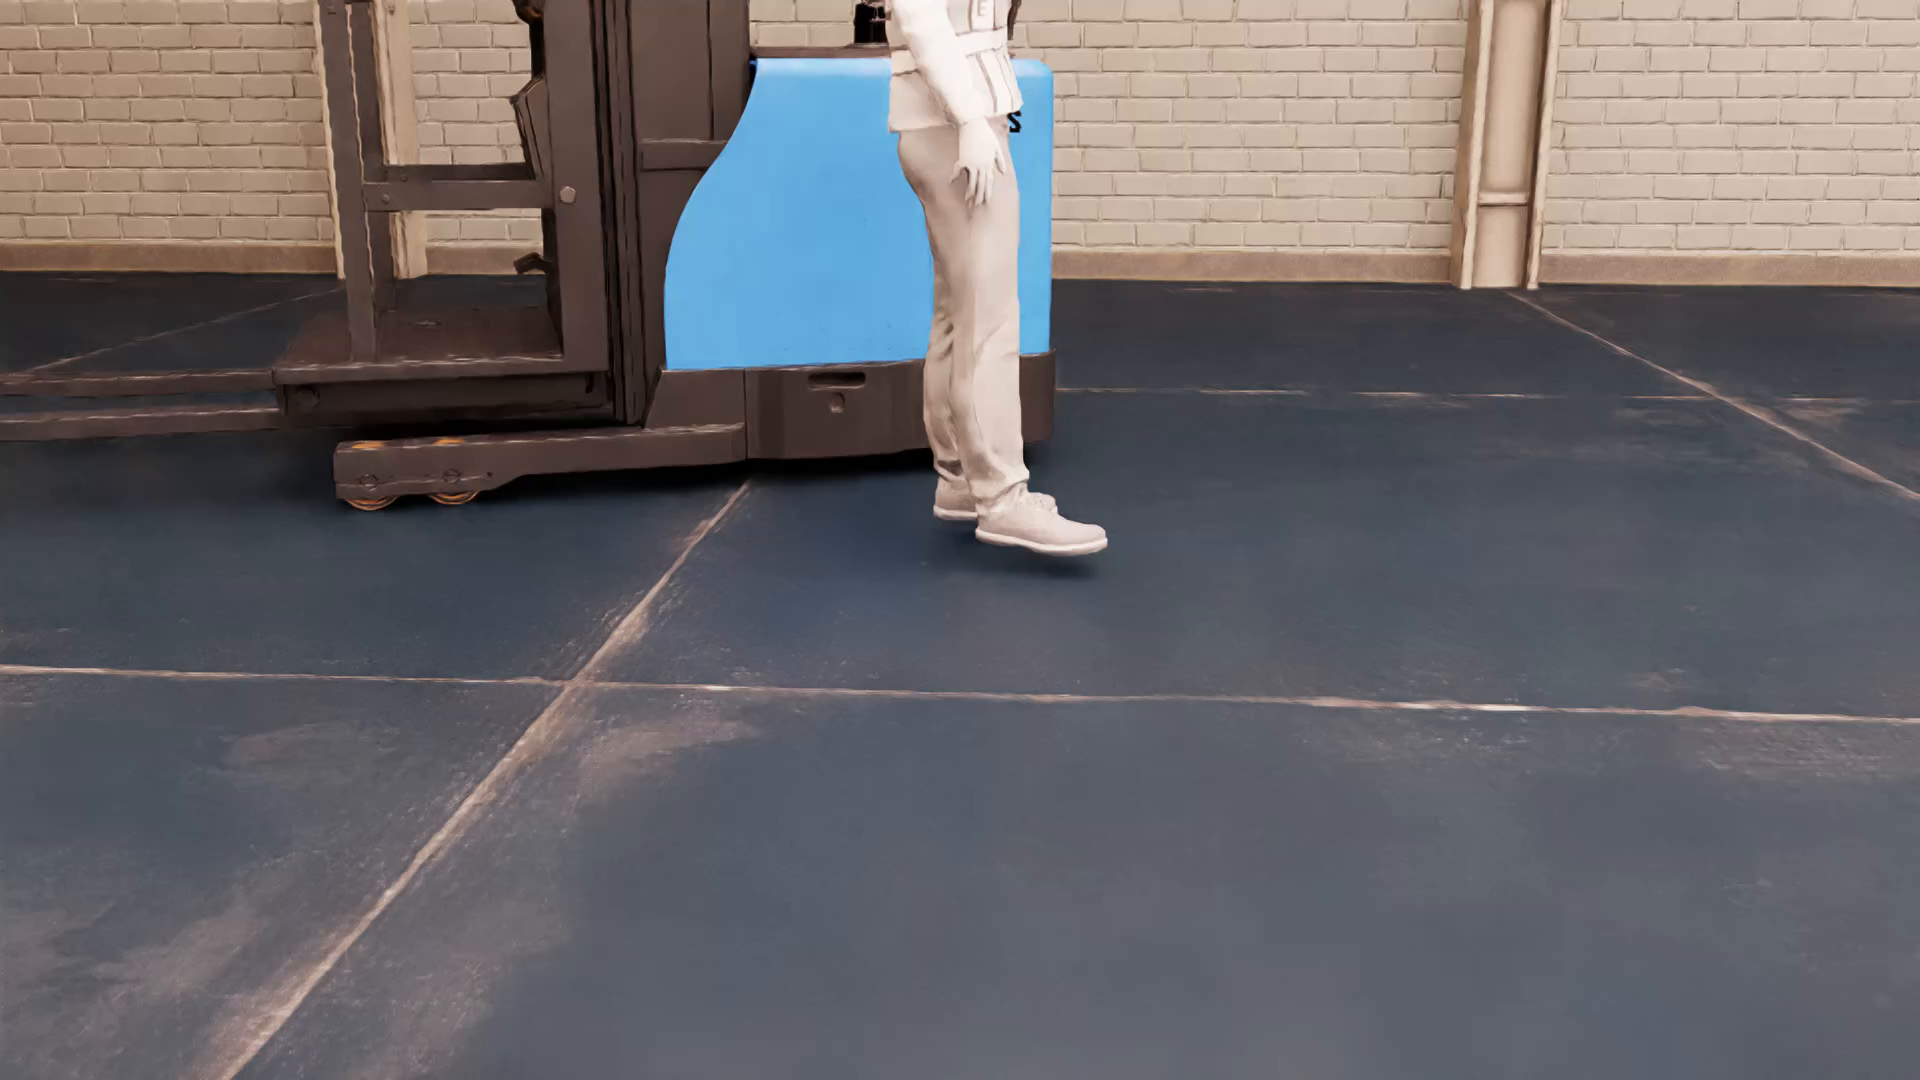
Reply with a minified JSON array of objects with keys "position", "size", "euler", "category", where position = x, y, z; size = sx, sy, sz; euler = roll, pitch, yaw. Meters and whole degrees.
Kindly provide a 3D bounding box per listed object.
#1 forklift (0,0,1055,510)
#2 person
[{"position":[-1.316,-1.641,4.263],"size":[3.031,2.935,1.130],"euler":[-4,16,-15],"category":"forklift"},{"position":[0.066,-0.860,3.567],"size":[0.534,1.695,0.586],"euler":[1,15,4],"category":"person"}]
